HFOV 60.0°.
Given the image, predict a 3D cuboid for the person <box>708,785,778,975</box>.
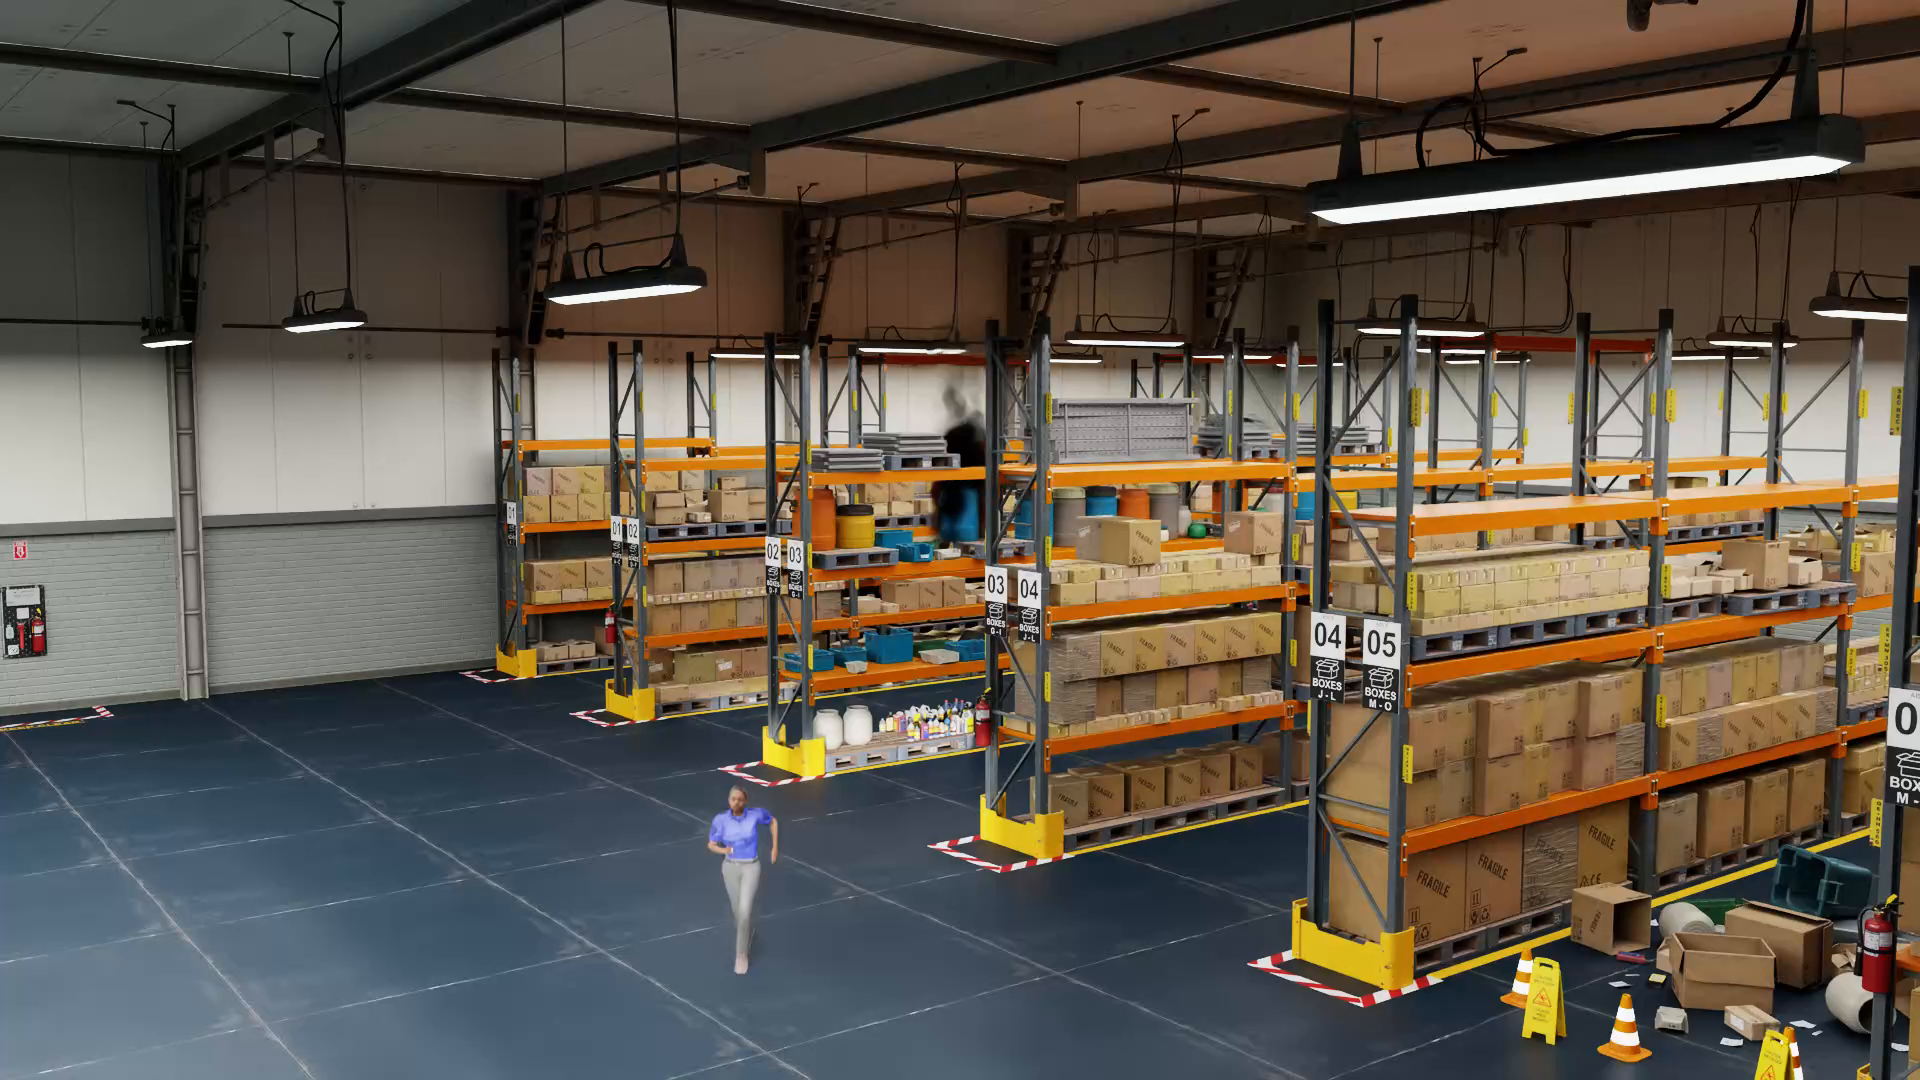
[{"bbox_3d":[-1.969,3.029,15.102,0.599,1.690,0.837,0,5,1],"label":"person"}]
